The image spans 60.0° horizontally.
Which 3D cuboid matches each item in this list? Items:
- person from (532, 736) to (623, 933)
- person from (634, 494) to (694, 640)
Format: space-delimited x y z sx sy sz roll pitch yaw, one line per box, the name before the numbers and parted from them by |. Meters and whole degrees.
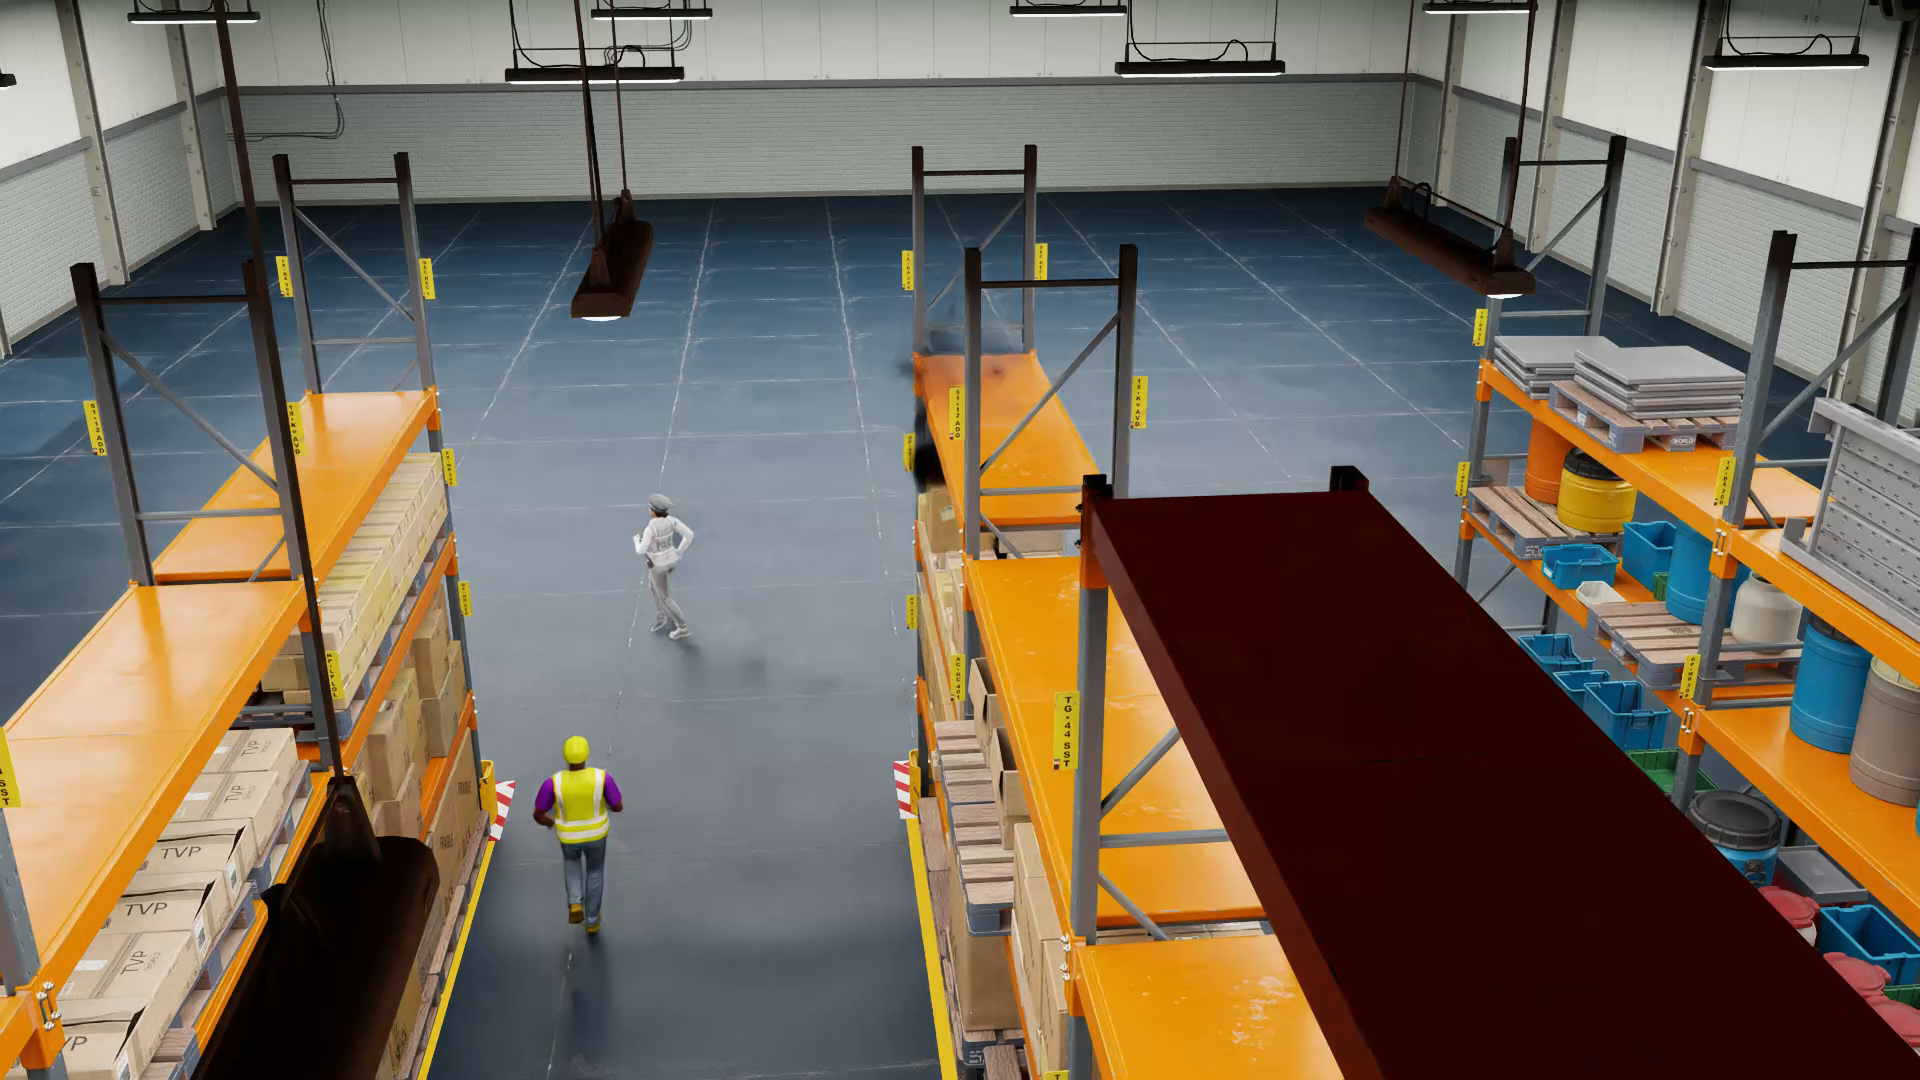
person | -3.055 2.317 13.423 0.688 1.721 0.582 -4 22 -9
person | -3.326 0.315 18.558 0.723 1.750 0.584 11 24 26
